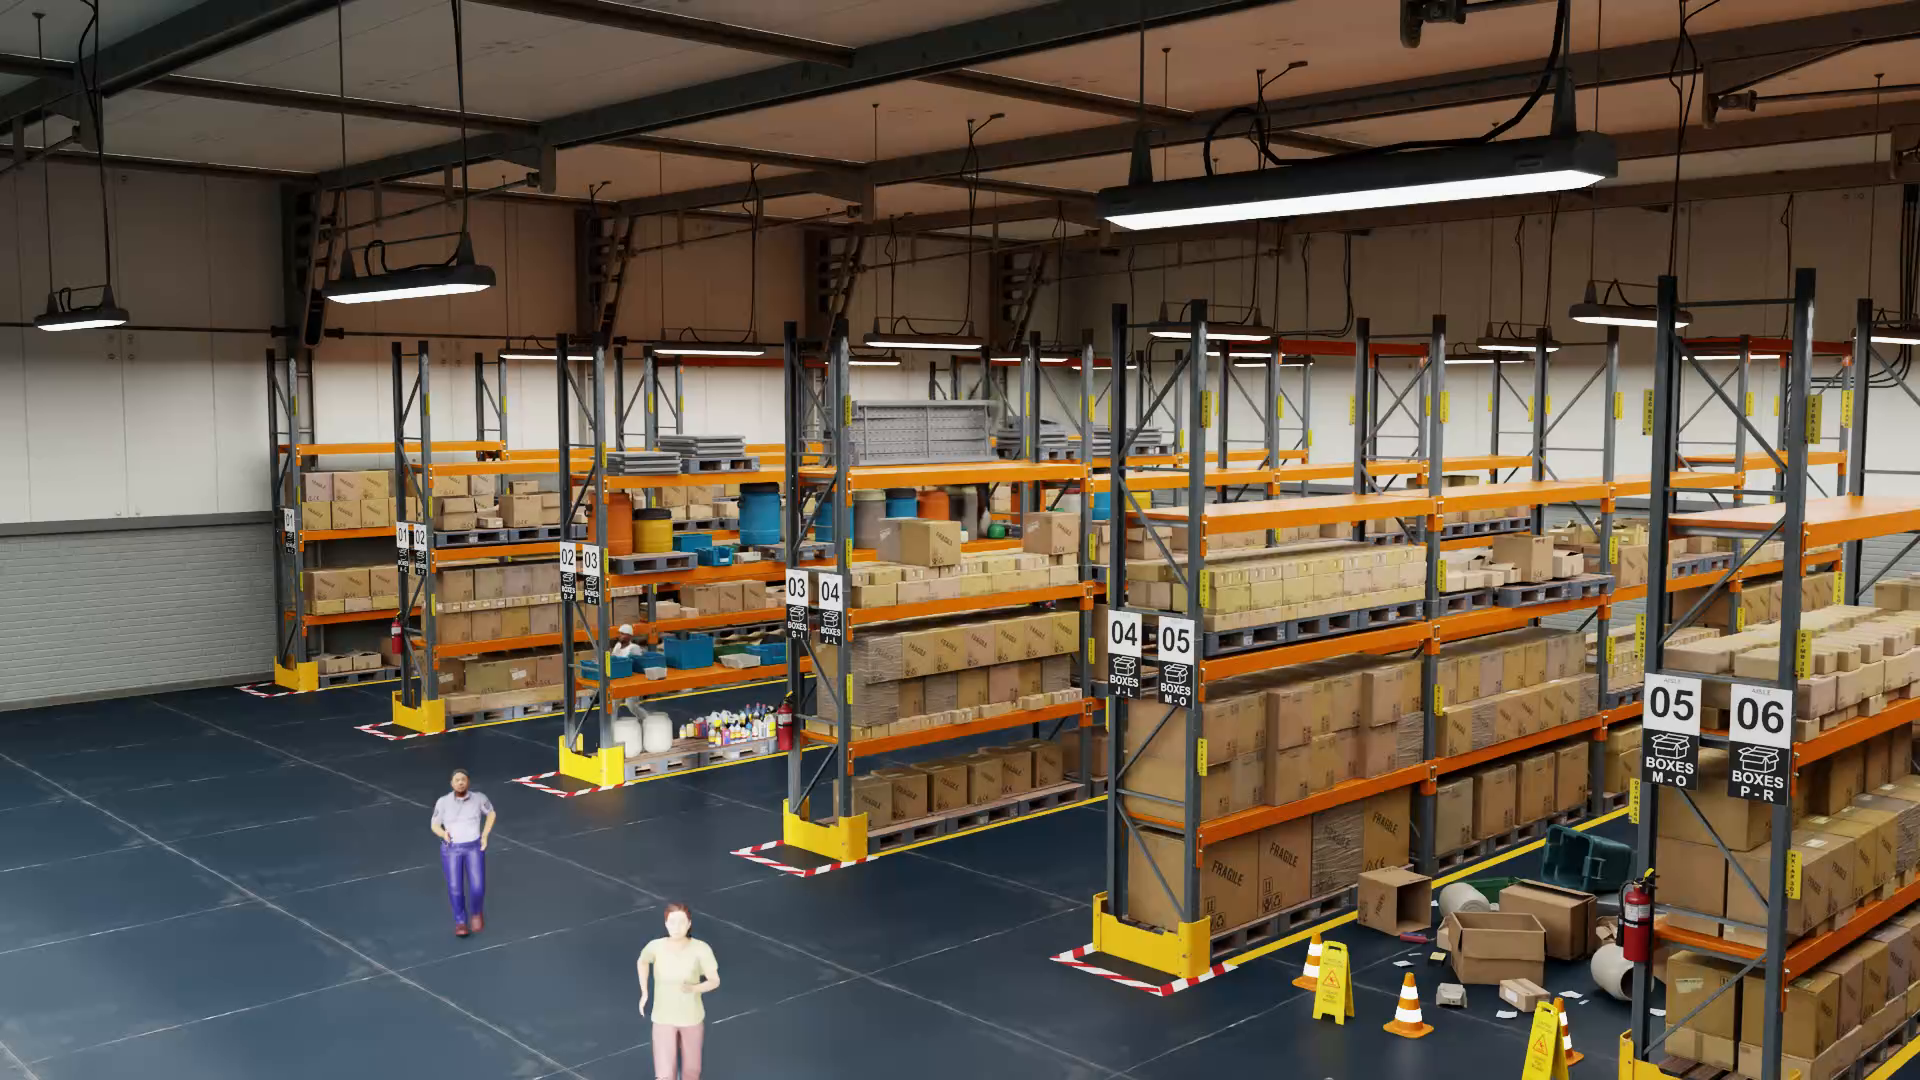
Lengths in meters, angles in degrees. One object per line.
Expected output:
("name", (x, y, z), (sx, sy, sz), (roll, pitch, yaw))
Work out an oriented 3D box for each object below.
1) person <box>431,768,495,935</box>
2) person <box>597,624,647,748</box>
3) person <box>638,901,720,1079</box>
("person", (-4.721, 2.986, 15.829), (0.592, 1.607, 0.559), (-1, 5, -16))
("person", (-4.929, 2.125, 24.481), (0.679, 1.777, 0.986), (4, 6, 38))
("person", (-1.931, 3.324, 11.437), (0.562, 1.697, 0.895), (-1, 5, -9))
